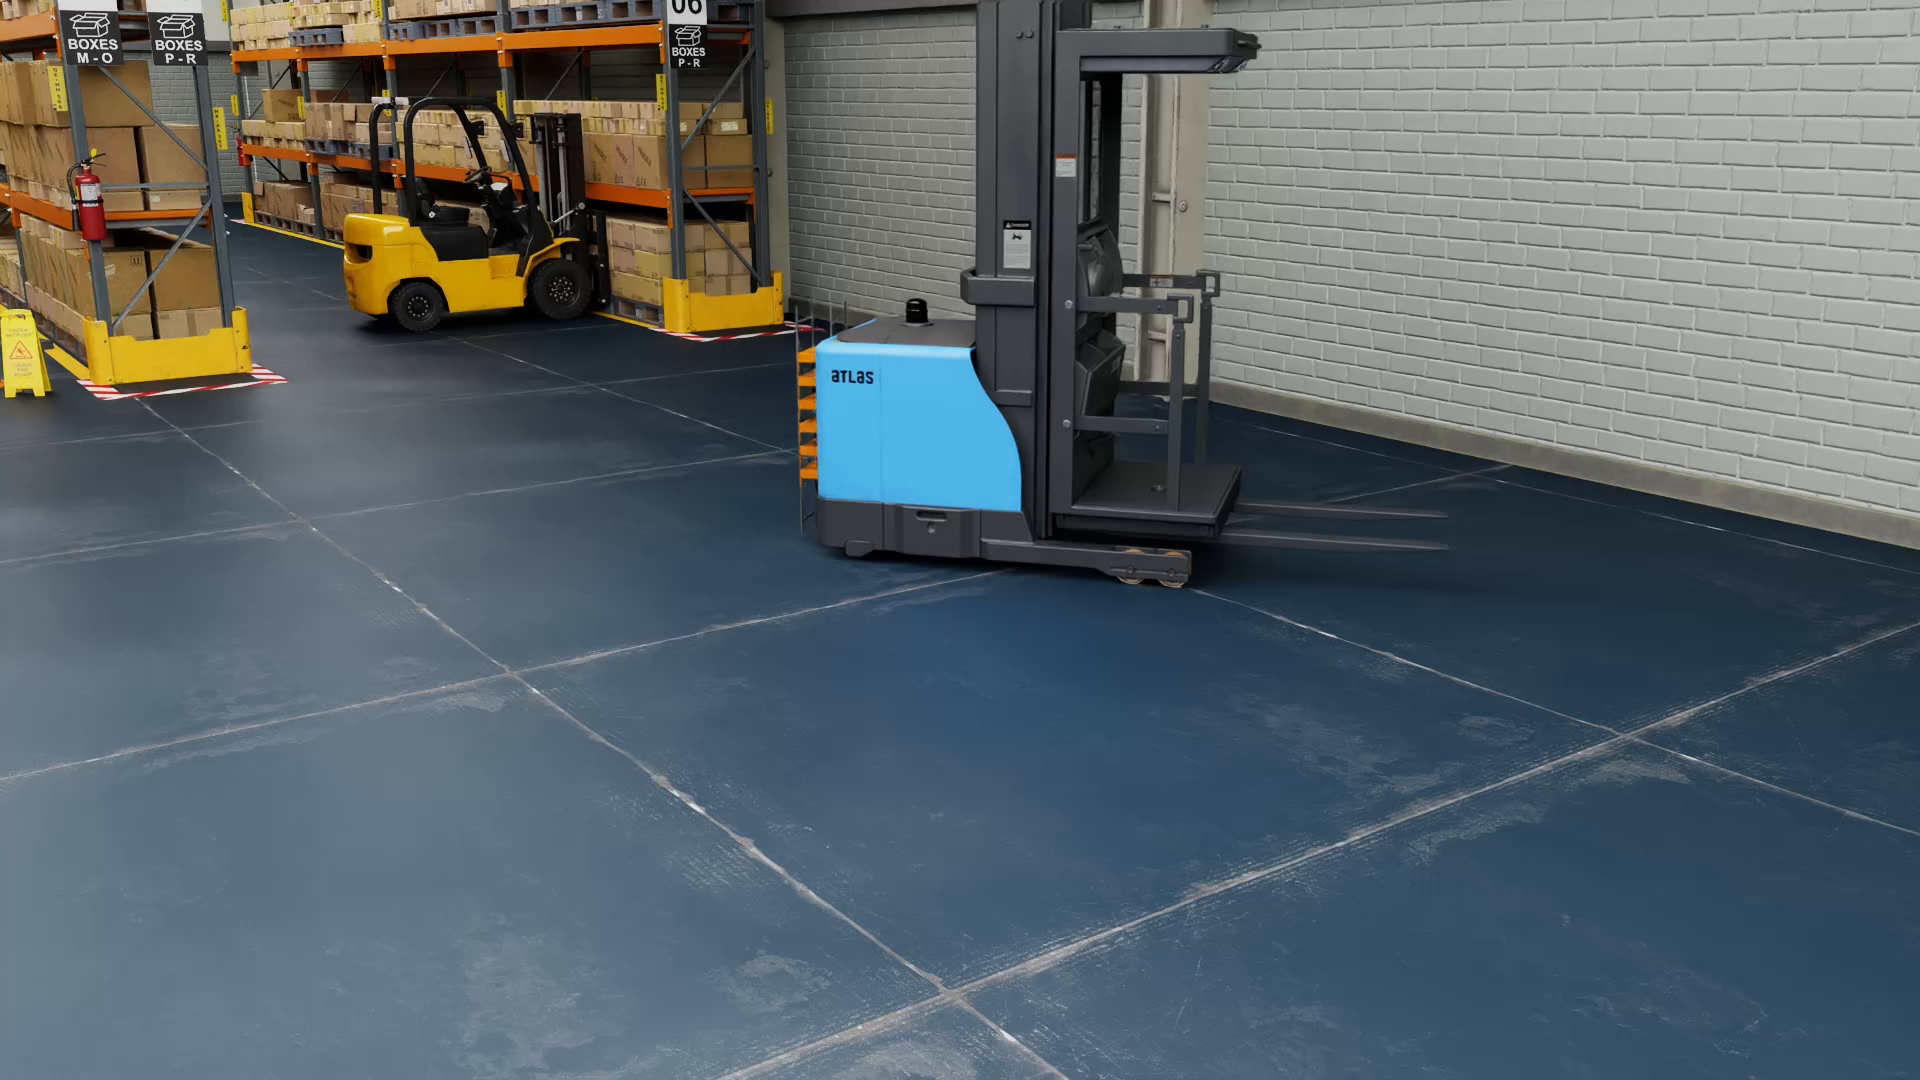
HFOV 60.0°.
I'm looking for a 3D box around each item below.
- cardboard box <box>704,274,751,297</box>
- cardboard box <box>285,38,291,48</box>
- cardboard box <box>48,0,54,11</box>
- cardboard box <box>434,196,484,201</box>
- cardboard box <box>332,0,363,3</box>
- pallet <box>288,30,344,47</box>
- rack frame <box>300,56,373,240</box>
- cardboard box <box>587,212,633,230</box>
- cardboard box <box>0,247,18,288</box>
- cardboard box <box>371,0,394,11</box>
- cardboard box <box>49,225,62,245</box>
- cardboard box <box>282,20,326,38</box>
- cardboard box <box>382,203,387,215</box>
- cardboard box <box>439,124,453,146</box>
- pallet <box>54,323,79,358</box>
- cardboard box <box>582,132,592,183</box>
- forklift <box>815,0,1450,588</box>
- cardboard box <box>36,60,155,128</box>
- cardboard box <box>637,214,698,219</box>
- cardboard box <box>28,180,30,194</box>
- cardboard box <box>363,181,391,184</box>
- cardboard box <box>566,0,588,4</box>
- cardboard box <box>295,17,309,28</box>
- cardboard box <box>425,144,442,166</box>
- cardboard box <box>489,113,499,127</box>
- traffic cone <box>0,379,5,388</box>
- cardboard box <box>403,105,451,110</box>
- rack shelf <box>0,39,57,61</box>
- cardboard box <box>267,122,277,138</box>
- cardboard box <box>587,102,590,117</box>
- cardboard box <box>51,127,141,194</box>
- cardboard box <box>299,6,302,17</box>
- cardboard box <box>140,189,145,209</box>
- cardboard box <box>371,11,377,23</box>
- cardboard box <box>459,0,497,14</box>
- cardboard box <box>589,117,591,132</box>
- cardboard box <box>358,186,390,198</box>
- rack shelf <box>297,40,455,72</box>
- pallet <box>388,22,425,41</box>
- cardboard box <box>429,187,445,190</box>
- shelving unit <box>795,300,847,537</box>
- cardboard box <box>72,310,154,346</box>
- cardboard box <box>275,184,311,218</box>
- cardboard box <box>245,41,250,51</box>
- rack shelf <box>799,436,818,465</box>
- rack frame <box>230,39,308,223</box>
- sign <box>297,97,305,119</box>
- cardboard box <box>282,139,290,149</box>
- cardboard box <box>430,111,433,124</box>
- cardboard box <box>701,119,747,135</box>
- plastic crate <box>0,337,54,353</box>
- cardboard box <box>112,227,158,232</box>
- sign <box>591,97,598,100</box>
[{"bbox_3d":[-2.427,-2.541,16.592,0.500,0.250,0.500,-11,19,-34],"label":"cardboard box"},{"bbox_3d":[-9.944,-7.501,25.095,0.380,0.149,0.250,-11,19,-35],"label":"cardboard box"},{"bbox_3d":[-6.745,-4.117,12.729,0.380,0.149,0.250,-11,19,-34],"label":"cardboard box"},{"bbox_3d":[-6.645,-4.160,21.795,0.875,0.625,0.625,-10,18,-33],"label":"cardboard box"},{"bbox_3d":[-8.934,-7.906,24.240,0.396,0.266,0.258,-11,19,-35],"label":"cardboard box"},{"bbox_3d":[-9.025,-7.298,24.233,1.213,0.211,1.003,-11,19,-35],"label":"pallet"},{"bbox_3d":[-9.352,-6.092,25.152,1.000,3.000,0.127,-11,19,-35],"label":"rack frame"},{"bbox_3d":[-3.721,-3.262,17.331,0.500,0.250,0.500,-11,19,-36],"label":"cardboard box"},{"bbox_3d":[-9.807,-2.960,17.893,0.950,0.372,0.625,-10,18,-33],"label":"cardboard box"},{"bbox_3d":[-7.442,-6.976,21.664,0.380,0.149,0.250,-10,18,-33],"label":"cardboard box"},{"bbox_3d":[-7.560,-2.619,14.225,0.380,0.149,0.250,-10,18,-32],"label":"cardboard box"},{"bbox_3d":[-9.838,-7.674,24.971,0.500,0.250,0.500,-11,19,-34],"label":"cardboard box"},{"bbox_3d":[-7.709,-4.400,22.911,0.500,0.500,0.500,-11,19,-35],"label":"cardboard box"},{"bbox_3d":[-6.030,-4.947,20.307,0.500,0.250,0.500,-11,19,-34],"label":"cardboard box"},{"bbox_3d":[-7.516,-1.869,15.005,1.003,0.211,1.213,-11,19,-35],"label":"pallet"},{"bbox_3d":[-3.702,-3.969,17.208,0.500,0.500,0.500,-11,19,-34],"label":"cardboard box"},{"bbox_3d":[0.861,-1.347,7.945,3.031,2.935,1.130,4,16,15],"label":"forklift"},{"bbox_3d":[-6.786,-3.508,13.063,0.700,0.500,0.500,-11,19,-36],"label":"cardboard box"},{"bbox_3d":[-3.008,-3.235,17.232,0.500,0.250,0.500,-11,19,-35],"label":"cardboard box"},{"bbox_3d":[-8.247,-3.218,15.128,0.380,0.149,0.250,-10,18,-33],"label":"cardboard box"},{"bbox_3d":[-8.743,-5.313,25.015,0.380,0.149,0.250,-11,19,-35],"label":"cardboard box"},{"bbox_3d":[-3.588,-5.699,16.853,0.797,0.503,0.637,-10,18,-33],"label":"cardboard box"},{"bbox_3d":[-9.374,-7.482,24.041,0.380,0.149,0.250,-11,19,-34],"label":"cardboard box"},{"bbox_3d":[-6.337,-4.816,20.774,0.500,0.250,0.500,-12,19,-36],"label":"cardboard box"},{"bbox_3d":[-5.195,-4.836,19.144,0.380,0.149,0.250,-11,19,-35],"label":"cardboard box"},{"bbox_3d":[-7.606,-1.426,12.911,0.336,0.463,0.334,-11,19,-35],"label":"traffic cone"},{"bbox_3d":[-7.176,-5.623,22.453,0.500,0.500,0.500,-10,18,-32],"label":"cardboard box"},{"bbox_3d":[-9.837,-5.139,17.352,1.077,0.370,4.000,-11,19,-35],"label":"rack shelf"},{"bbox_3d":[-10.740,-6.557,26.573,0.500,0.250,0.500,-11,19,-36],"label":"cardboard box"},{"bbox_3d":[-3.584,-4.405,17.005,0.380,0.149,0.250,-11,19,-34],"label":"cardboard box"},{"bbox_3d":[-6.851,-3.023,13.187,0.500,0.500,0.500,-11,19,-36],"label":"cardboard box"},{"bbox_3d":[-9.317,-7.634,24.032,0.380,0.149,0.250,-11,18,-34],"label":"cardboard box"},{"bbox_3d":[-6.502,-2.794,13.577,0.380,0.149,0.250,-11,19,-34],"label":"cardboard box"},{"bbox_3d":[-7.540,-6.901,21.956,0.380,0.149,0.250,-11,19,-36],"label":"cardboard box"},{"bbox_3d":[-5.541,-6.148,19.165,0.380,0.149,0.250,-11,19,-35],"label":"cardboard box"},{"bbox_3d":[-3.575,-4.259,17.036,0.380,0.149,0.250,-11,19,-35],"label":"cardboard box"},{"bbox_3d":[-8.356,-4.962,23.733,0.380,0.149,0.250,-11,19,-34],"label":"cardboard box"},{"bbox_3d":[-8.176,-6.765,23.291,1.077,0.370,4.000,-11,19,-35],"label":"rack shelf"},{"bbox_3d":[-6.529,-6.463,21.182,1.213,0.211,1.003,-10,18,-32],"label":"pallet"},{"bbox_3d":[-7.485,-4.881,23.440,0.380,0.149,0.250,-12,19,-37],"label":"cardboard box"},{"bbox_3d":[-0.701,-0.618,8.561,0.189,1.200,0.258,4,16,15],"label":"shelving unit"},{"bbox_3d":[-7.016,-1.771,13.777,0.500,0.250,0.500,-11,19,-35],"label":"cardboard box"},{"bbox_3d":[-10.720,-5.481,26.859,0.500,0.500,0.500,-10,18,-34],"label":"cardboard box"},{"bbox_3d":[-11.329,-7.989,26.878,0.380,0.149,0.250,-10,18,-33],"label":"cardboard box"},{"bbox_3d":[-0.701,-0.459,8.605,0.180,0.103,0.258,4,16,15],"label":"rack shelf"},{"bbox_3d":[-11.704,-6.946,28.273,1.000,3.000,0.127,-11,19,-35],"label":"rack frame"},{"bbox_3d":[-9.787,-6.424,24.724,0.100,0.325,0.005,-11,19,-35],"label":"sign"},{"bbox_3d":[-10.392,-6.214,26.074,0.380,0.149,0.250,-11,19,-35],"label":"cardboard box"},{"bbox_3d":[-6.385,-5.275,20.748,0.380,0.149,0.250,-11,19,-34],"label":"cardboard box"},{"bbox_3d":[-2.286,-4.003,16.103,0.380,0.149,0.250,-11,19,-36],"label":"cardboard box"},{"bbox_3d":[-8.401,-1.742,14.789,0.583,0.080,0.402,10,18,33],"label":"plastic crate"},{"bbox_3d":[-7.796,-2.658,15.596,0.500,0.500,0.500,-10,18,-34],"label":"cardboard box"},{"bbox_3d":[-4.200,-4.926,19.102,0.100,0.325,0.005,-11,19,-35],"label":"sign"}]
